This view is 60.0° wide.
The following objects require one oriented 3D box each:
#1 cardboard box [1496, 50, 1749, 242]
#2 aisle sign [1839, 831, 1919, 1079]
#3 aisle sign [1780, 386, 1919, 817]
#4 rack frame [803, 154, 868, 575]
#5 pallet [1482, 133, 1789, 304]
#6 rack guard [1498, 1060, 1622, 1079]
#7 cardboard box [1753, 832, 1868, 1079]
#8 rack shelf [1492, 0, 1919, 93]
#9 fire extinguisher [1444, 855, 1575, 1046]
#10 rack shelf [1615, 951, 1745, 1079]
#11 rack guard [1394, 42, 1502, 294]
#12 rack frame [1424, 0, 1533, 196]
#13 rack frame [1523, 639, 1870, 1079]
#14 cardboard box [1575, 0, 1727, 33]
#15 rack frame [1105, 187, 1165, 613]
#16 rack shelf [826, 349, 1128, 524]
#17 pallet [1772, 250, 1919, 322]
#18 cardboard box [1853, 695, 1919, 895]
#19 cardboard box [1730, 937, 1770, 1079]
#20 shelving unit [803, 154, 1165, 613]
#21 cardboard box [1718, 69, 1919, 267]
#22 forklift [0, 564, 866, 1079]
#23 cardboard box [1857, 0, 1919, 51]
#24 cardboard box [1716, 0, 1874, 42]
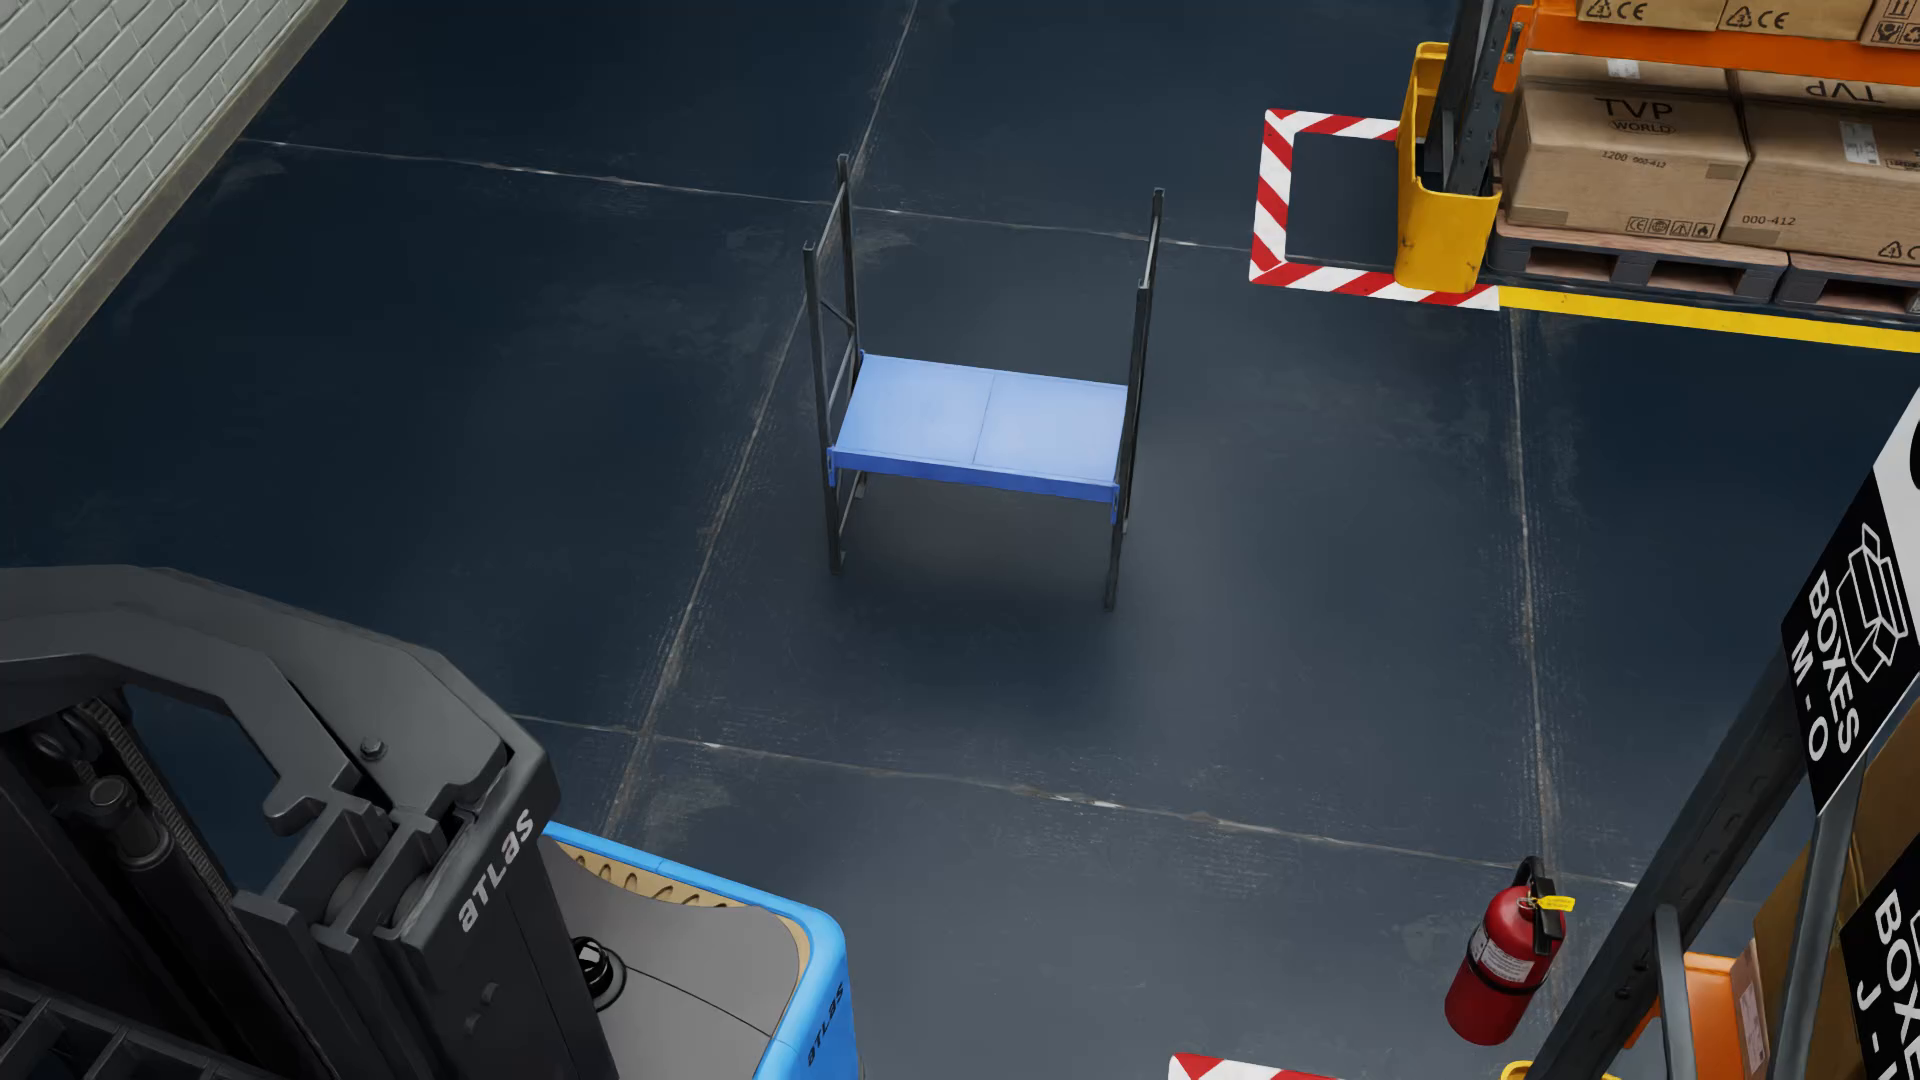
[{"bbox_3d":[2.855,-1.779,7.272,0.875,0.438,0.875,6,48,6],"label":"cardboard box"},{"bbox_3d":[1.281,0.468,2.065,0.004,0.787,0.394,8,49,7],"label":"aisle sign"},{"bbox_3d":[1.388,0.029,2.459,0.004,0.787,0.394,8,49,7],"label":"aisle sign"},{"bbox_3d":[-0.416,-0.557,5.742,0.032,1.500,0.500,8,49,7],"label":"rack frame"},{"bbox_3d":[2.988,-1.529,7.482,1.213,0.211,1.003,8,49,7],"label":"pallet"},{"bbox_3d":[1.481,1.973,4.141,0.348,0.500,1.175,8,49,7],"label":"rack guard"},{"bbox_3d":[1.895,0.866,3.188,0.500,0.500,0.500,9,49,8],"label":"cardboard box"},{"bbox_3d":[4.156,-2.004,6.518,4.000,0.370,1.077,8,49,7],"label":"rack shelf"},{"bbox_3d":[1.241,0.907,3.721,0.183,0.674,0.296,8,49,7],"label":"fire extinguisher"},{"bbox_3d":[3.375,1.632,3.250,4.000,0.370,1.077,8,49,7],"label":"rack shelf"},{"bbox_3d":[2.164,-1.677,7.421,0.348,0.500,1.175,8,49,7],"label":"rack guard"},{"bbox_3d":[2.188,-2.509,6.488,0.127,3.000,1.000,8,49,7],"label":"rack frame"},{"bbox_3d":[1.406,1.130,3.218,0.053,2.616,0.949,8,49,7],"label":"rack frame"},{"bbox_3d":[2.609,-2.269,6.205,0.500,0.500,0.500,7,48,7],"label":"cardboard box"},{"bbox_3d":[0.584,-0.423,5.622,0.032,1.500,0.500,8,49,7],"label":"rack frame"},{"bbox_3d":[0.084,-0.370,5.816,1.000,0.185,0.538,8,49,7],"label":"rack shelf"},{"bbox_3d":[4.185,-1.366,7.335,1.213,0.211,1.003,8,49,7],"label":"pallet"},{"bbox_3d":[1.901,0.539,2.810,0.500,0.500,0.500,7,48,6],"label":"cardboard box"},{"bbox_3d":[1.778,1.048,3.461,0.250,0.149,0.380,8,49,7],"label":"cardboard box"},{"bbox_3d":[0.084,-0.490,5.682,1.048,1.500,0.538,8,49,7],"label":"shelving unit"},{"bbox_3d":[3.757,-1.664,7.169,0.875,0.438,0.875,9,49,8],"label":"cardboard box"},{"bbox_3d":[-1.240,1.558,2.879,1.130,2.935,3.031,15,50,13],"label":"forklift"},{"bbox_3d":[3.609,-2.142,6.091,0.500,0.500,0.500,7,48,7],"label":"cardboard box"},{"bbox_3d":[3.112,-2.222,6.163,0.500,0.500,0.500,7,48,6],"label":"cardboard box"}]
